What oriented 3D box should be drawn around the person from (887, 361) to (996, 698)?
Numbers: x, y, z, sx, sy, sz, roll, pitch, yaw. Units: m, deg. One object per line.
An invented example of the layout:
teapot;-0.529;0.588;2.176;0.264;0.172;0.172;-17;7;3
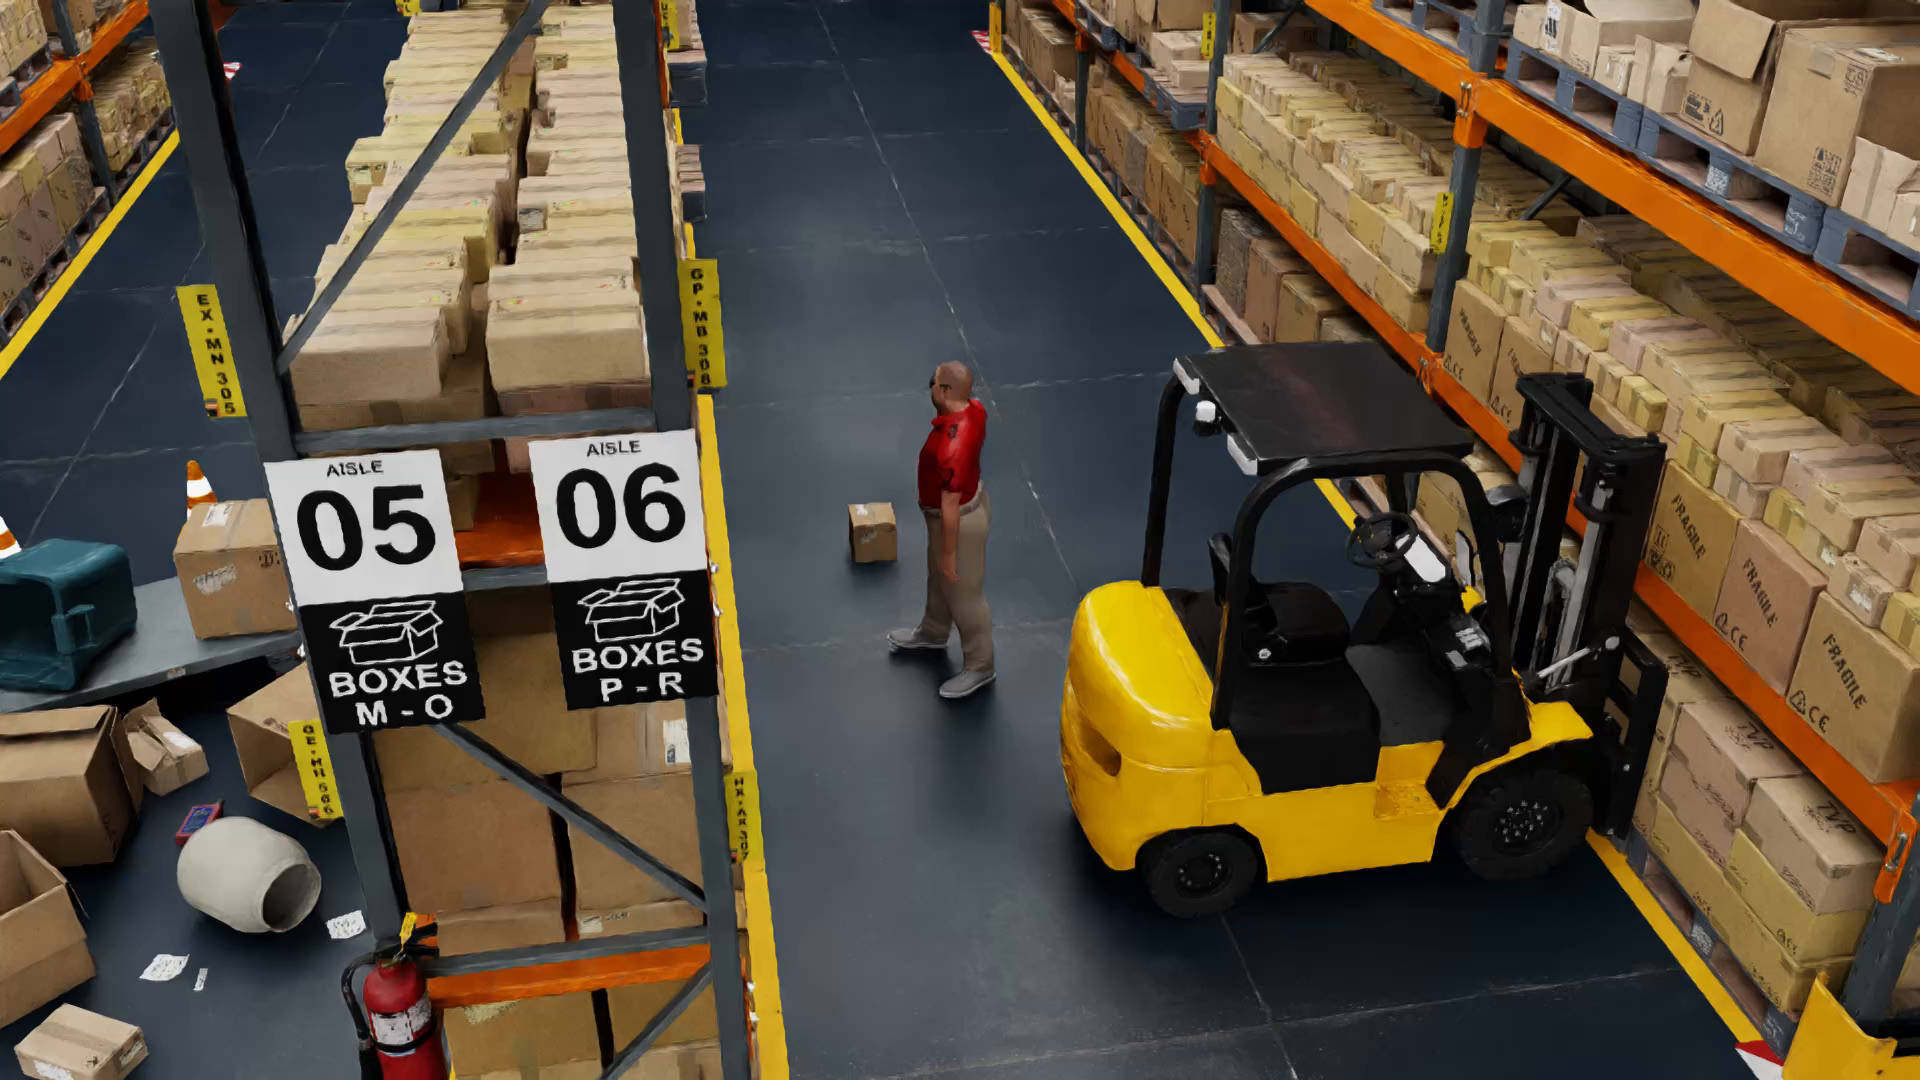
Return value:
person;-0.097;-0.109;8.297;0.607;1.725;0.733;4;31;6
